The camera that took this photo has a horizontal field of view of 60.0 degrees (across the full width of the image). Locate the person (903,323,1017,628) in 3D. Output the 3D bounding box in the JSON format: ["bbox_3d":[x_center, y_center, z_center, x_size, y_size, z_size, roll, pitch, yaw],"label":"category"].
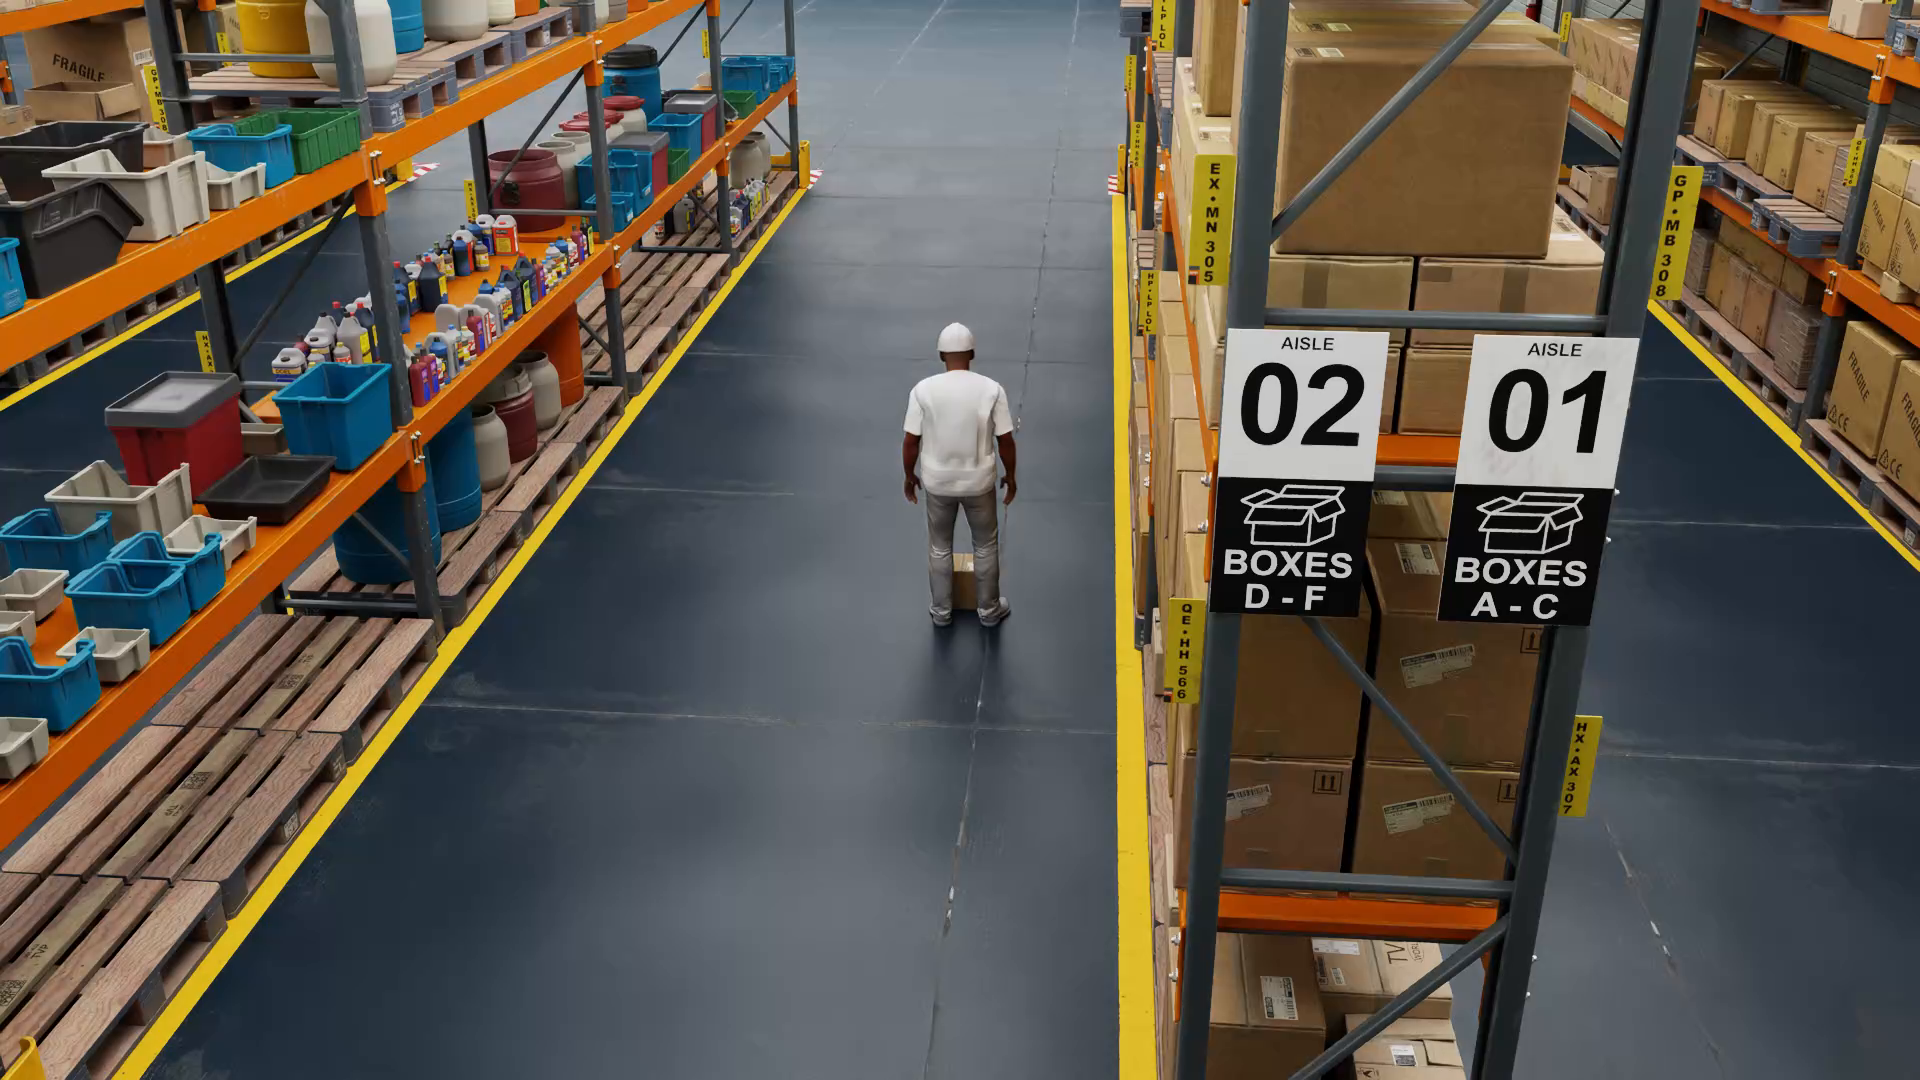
[{"bbox_3d":[0.002,-0.350,9.355,0.637,1.761,0.460,2,24,3],"label":"person"}]
